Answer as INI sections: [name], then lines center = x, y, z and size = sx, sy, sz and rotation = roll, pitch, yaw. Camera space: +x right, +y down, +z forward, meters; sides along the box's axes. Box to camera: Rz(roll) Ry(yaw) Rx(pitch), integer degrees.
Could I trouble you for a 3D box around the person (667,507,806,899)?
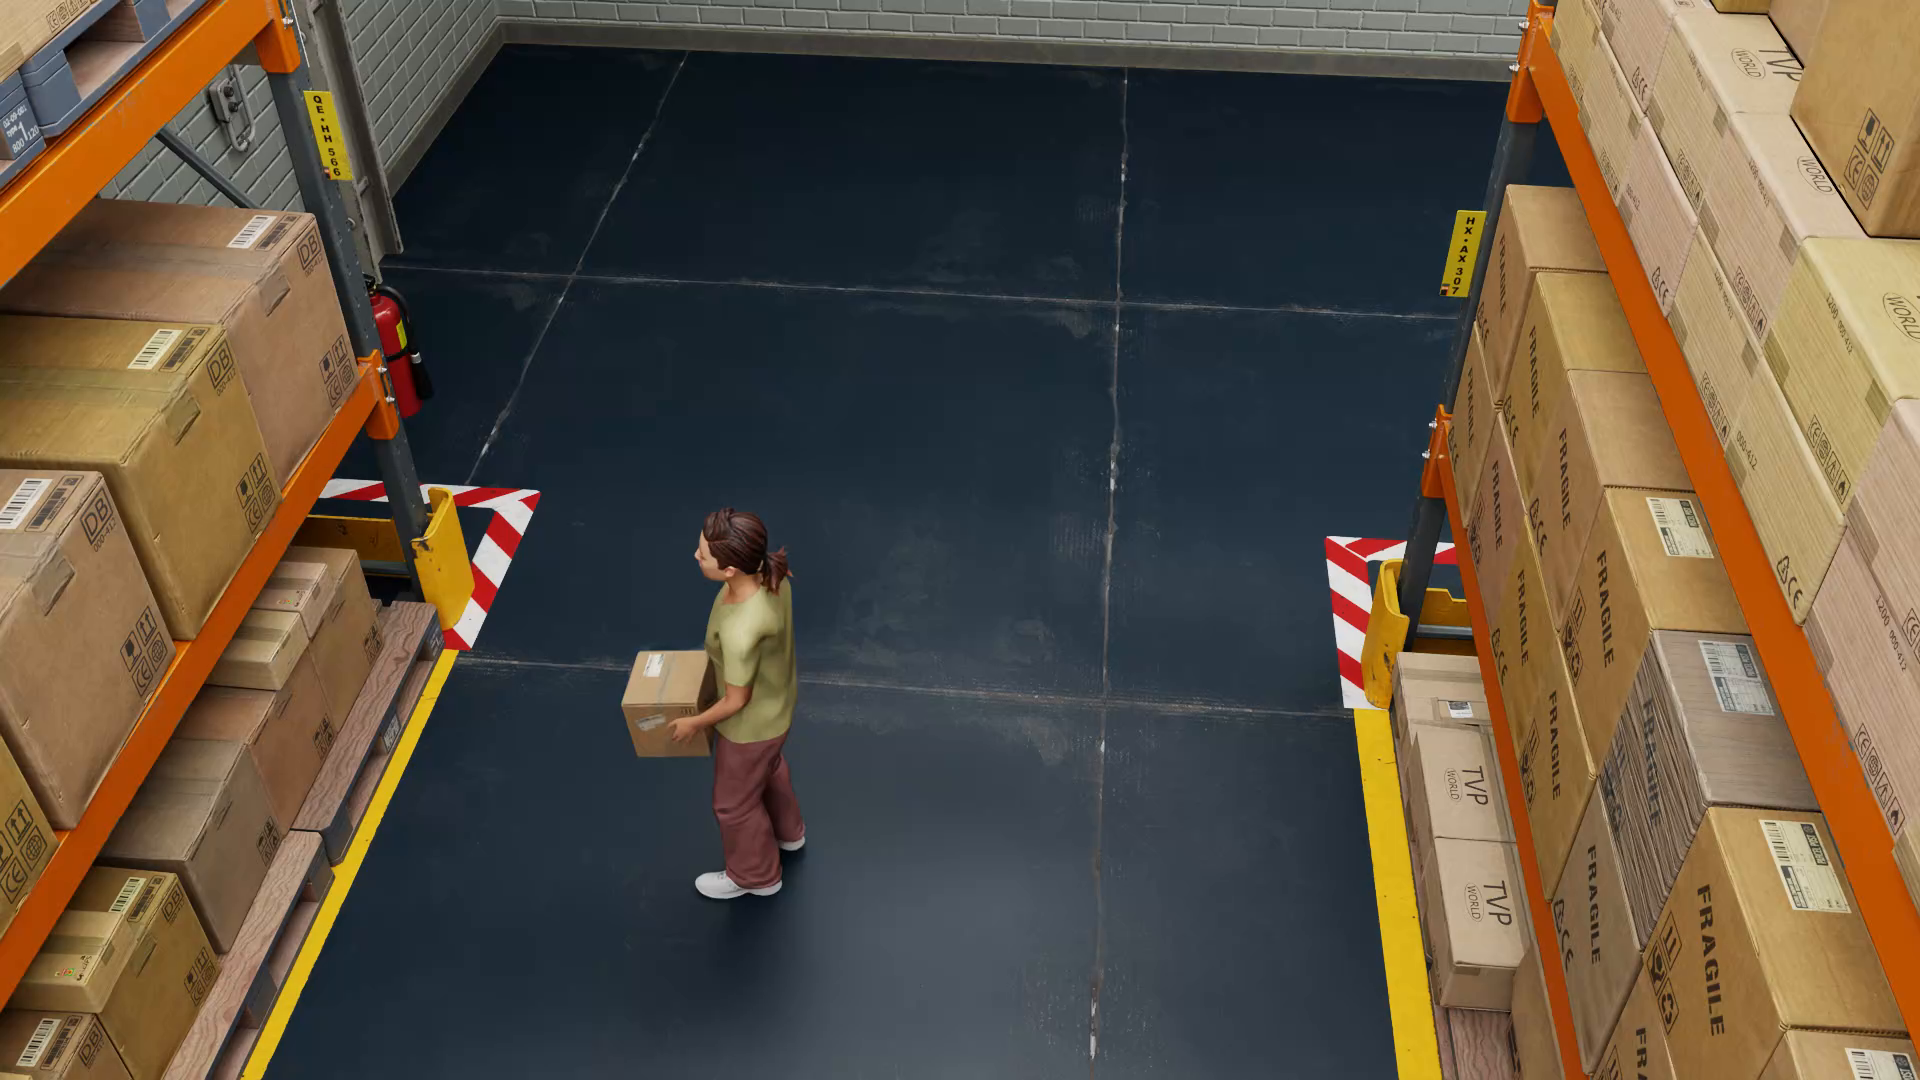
[person]
center = -0.723, 0.561, 5.492
size = 0.435, 1.675, 0.468
rotation = 3, 40, 3
